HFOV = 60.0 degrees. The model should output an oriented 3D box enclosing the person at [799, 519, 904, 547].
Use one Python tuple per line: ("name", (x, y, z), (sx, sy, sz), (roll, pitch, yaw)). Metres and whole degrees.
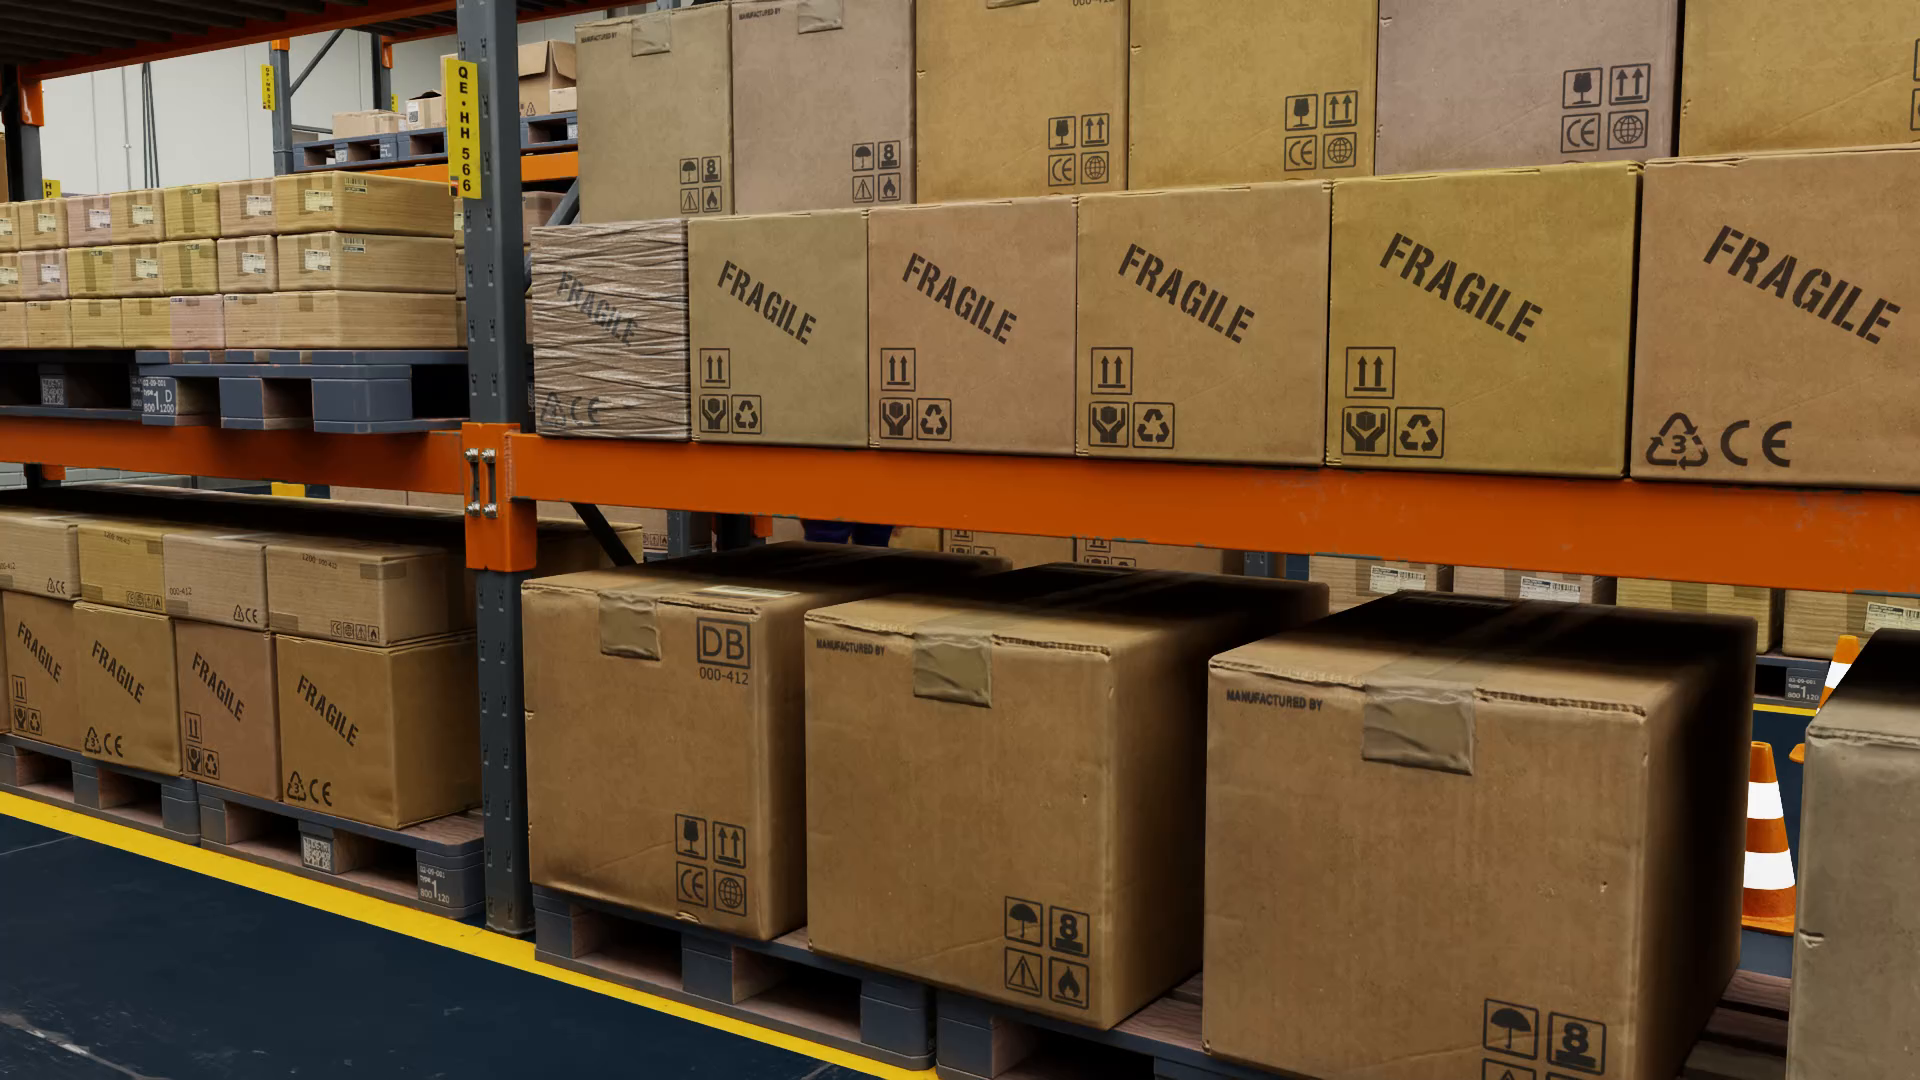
("person", (-0.489, -0.175, 7.594), (0.509, 1.618, 0.767), (-3, 7, -25))
